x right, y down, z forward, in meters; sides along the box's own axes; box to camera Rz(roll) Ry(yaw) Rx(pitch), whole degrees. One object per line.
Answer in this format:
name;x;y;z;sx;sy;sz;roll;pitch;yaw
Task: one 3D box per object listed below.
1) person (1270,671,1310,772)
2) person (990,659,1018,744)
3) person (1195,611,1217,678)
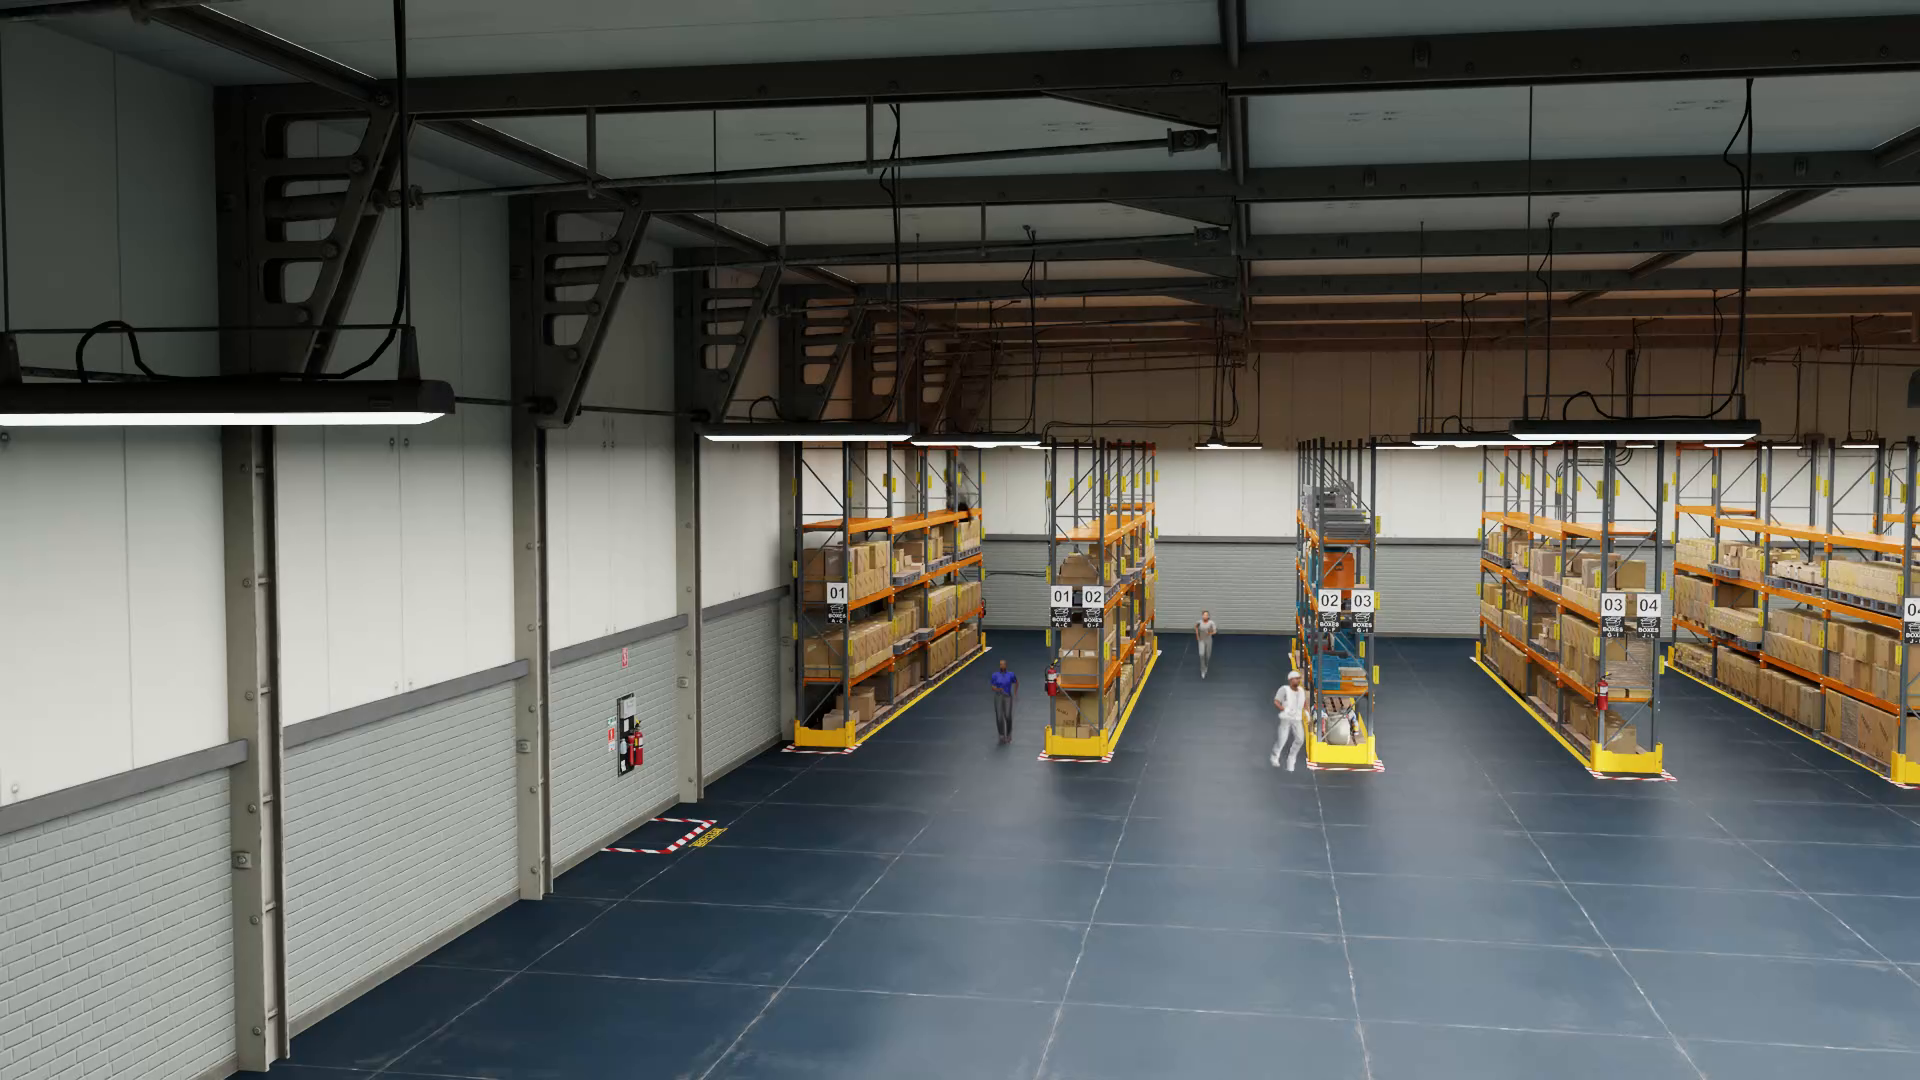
person;5.980;3.265;29.959;0.746;1.794;0.631;-1;3;-19
person;0.865;3.177;32.673;0.544;1.651;0.688;0;3;4
person;6.295;2.657;42.564;0.535;1.728;0.972;0;3;5
